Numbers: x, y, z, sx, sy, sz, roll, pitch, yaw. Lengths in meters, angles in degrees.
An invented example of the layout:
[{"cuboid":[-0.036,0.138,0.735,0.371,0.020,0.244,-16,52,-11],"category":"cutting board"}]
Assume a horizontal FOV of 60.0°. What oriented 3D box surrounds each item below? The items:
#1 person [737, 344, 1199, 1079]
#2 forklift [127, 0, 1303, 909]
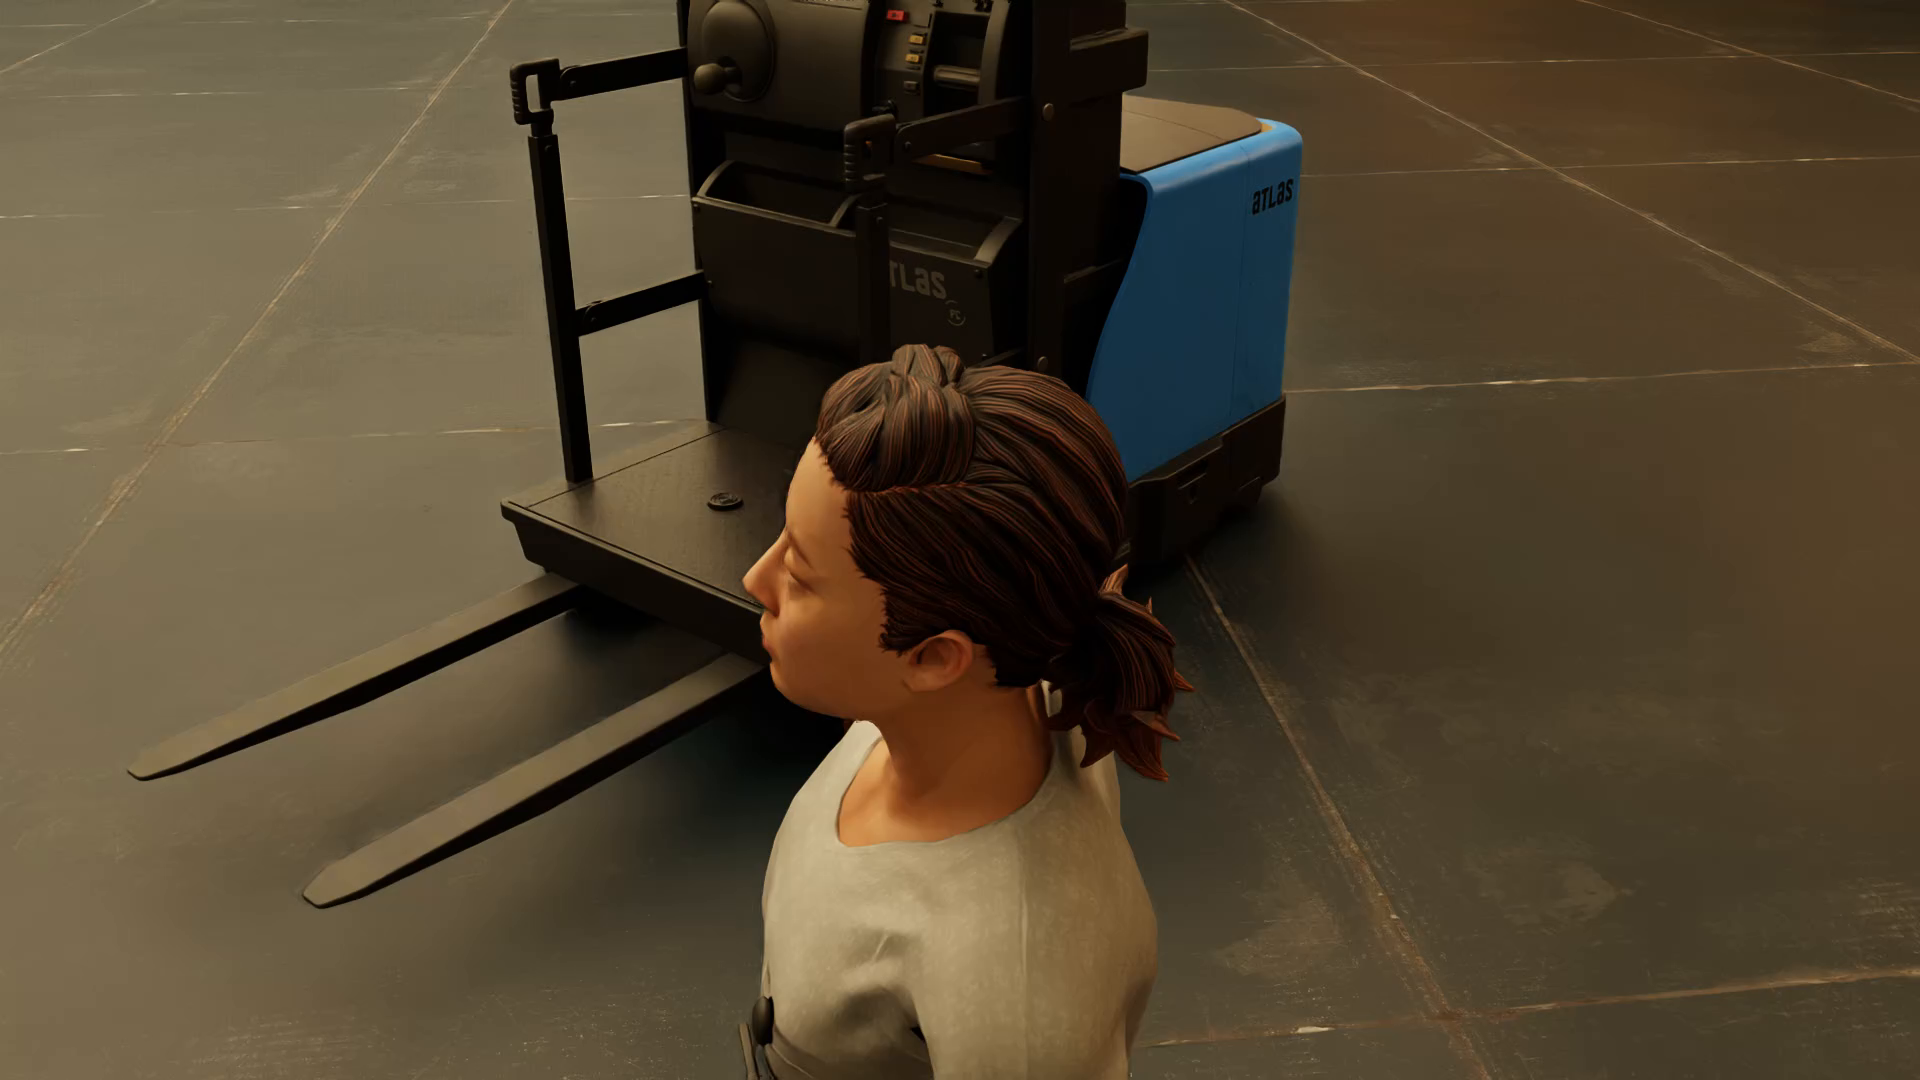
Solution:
[{"cuboid":[-0.113,0.634,1.360,0.536,1.679,0.566,-4,26,-8],"category":"person"},{"cuboid":[-0.386,-1.101,3.514,1.130,2.935,3.031,19,32,35],"category":"forklift"}]
